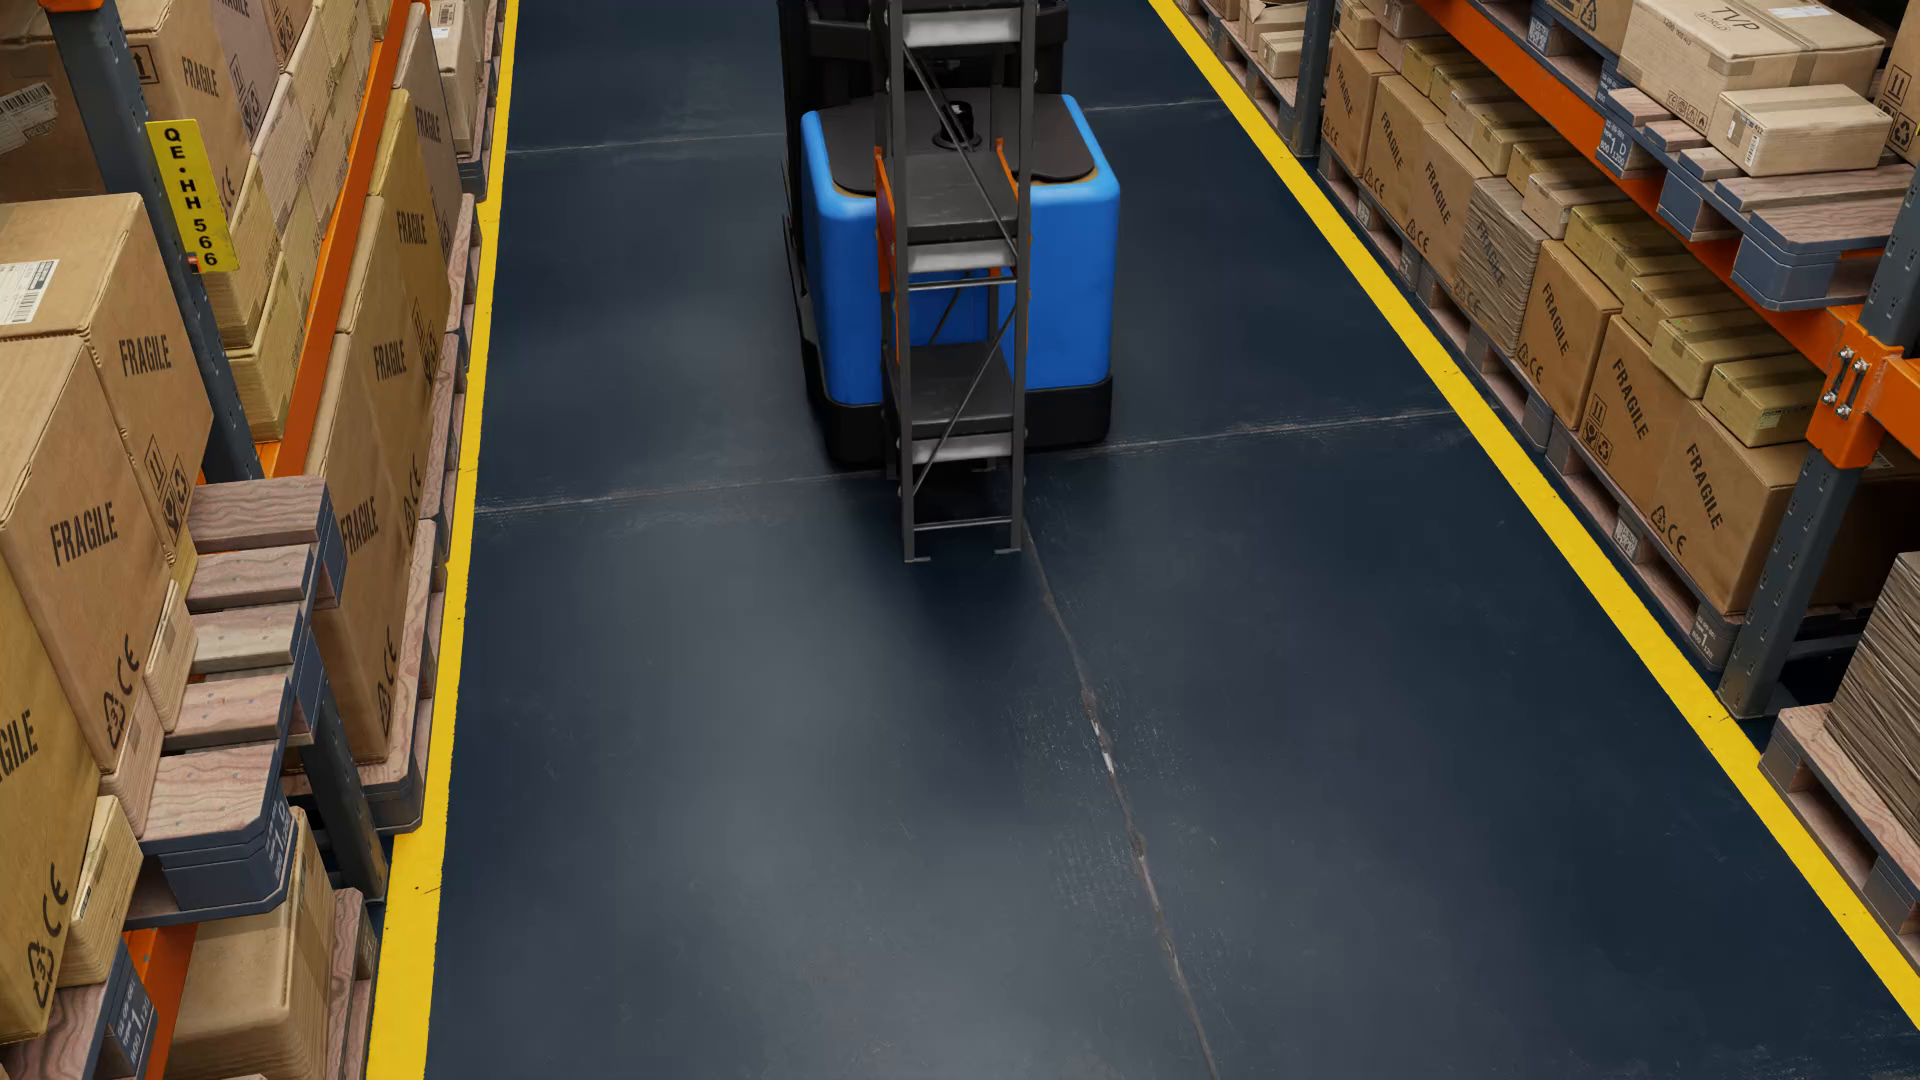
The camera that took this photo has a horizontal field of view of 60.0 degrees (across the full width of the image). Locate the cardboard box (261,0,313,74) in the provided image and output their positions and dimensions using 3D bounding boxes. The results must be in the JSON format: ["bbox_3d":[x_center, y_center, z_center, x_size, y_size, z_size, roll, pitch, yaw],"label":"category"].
[{"bbox_3d":[-2.072,-1.558,4.414,0.500,0.500,0.500,-5,38,-7],"label":"cardboard box"}]

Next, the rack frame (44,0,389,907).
[{"bbox_3d":[-2.054,-0.187,3.545,1.000,3.000,0.127,-6,38,-8],"label":"rack frame"}]

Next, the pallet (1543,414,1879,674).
[{"bbox_3d":[2.738,-0.077,5.677,1.003,0.211,1.213,-6,38,-8],"label":"pallet"}]

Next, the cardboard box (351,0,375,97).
[{"bbox_3d":[-2.271,-1.685,5.596,0.500,0.250,0.500,-7,38,-9],"label":"cardboard box"}]

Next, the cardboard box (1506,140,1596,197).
[{"bbox_3d":[2.298,-1.387,6.256,0.380,0.149,0.250,-6,38,-8],"label":"cardboard box"}]

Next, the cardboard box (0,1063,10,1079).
[{"bbox_3d":[-1.415,0.681,1.763,0.500,0.500,0.500,-8,39,-10],"label":"cardboard box"}]

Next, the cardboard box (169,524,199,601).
[{"bbox_3d":[-1.647,0.073,3.073,0.380,0.149,0.250,-6,38,-7],"label":"cardboard box"}]

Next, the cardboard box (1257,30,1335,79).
[{"bbox_3d":[1.744,-2.484,8.484,0.380,0.149,0.250,-7,38,-9],"label":"cardboard box"}]

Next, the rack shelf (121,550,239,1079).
[{"bbox_3d":[-1.704,1.305,2.211,1.077,0.370,4.000,-6,38,-8],"label":"rack shelf"}]

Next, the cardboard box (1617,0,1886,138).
[{"bbox_3d":[2.328,-1.432,4.928,0.500,0.250,0.500,-8,39,-10],"label":"cardboard box"}]

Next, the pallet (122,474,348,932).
[{"bbox_3d":[-1.825,0.308,3.065,1.213,0.211,1.003,-6,38,-8],"label":"pallet"}]

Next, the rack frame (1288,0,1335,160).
[{"bbox_3d":[2.130,-3.139,7.345,1.000,3.000,0.127,-6,38,-8],"label":"rack frame"}]

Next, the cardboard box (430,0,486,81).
[{"bbox_3d":[-2.918,-2.688,8.511,0.875,0.438,0.875,-7,38,-9],"label":"cardboard box"}]

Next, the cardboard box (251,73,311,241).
[{"bbox_3d":[-1.990,-0.970,4.268,0.500,0.250,0.500,-5,38,-7],"label":"cardboard box"}]

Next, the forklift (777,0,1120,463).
[{"bbox_3d":[-0.183,-2.337,6.369,1.130,2.935,3.031,-6,38,-7],"label":"forklift"}]

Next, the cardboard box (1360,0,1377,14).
[{"bbox_3d":[1.991,-2.452,7.386,0.380,0.149,0.250,-7,38,-9],"label":"cardboard box"}]

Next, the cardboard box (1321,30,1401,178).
[{"bbox_3d":[1.994,-2.001,7.576,0.500,0.500,0.500,-5,38,-6],"label":"cardboard box"}]

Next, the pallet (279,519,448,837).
[{"bbox_3d":[-2.118,0.430,5.024,1.003,0.211,1.213,-6,38,-8],"label":"pallet"}]

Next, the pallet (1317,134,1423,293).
[{"bbox_3d":[2.310,-1.550,7.574,1.003,0.211,1.213,-6,38,-8],"label":"pallet"}]

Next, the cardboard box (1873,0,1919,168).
[{"bbox_3d":[2.895,-1.256,4.498,0.500,0.500,0.500,-5,38,-6],"label":"cardboard box"}]

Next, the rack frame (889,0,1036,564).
[{"bbox_3d":[0.008,-0.772,5.030,0.400,2.100,0.015,-6,38,-7],"label":"rack frame"}]

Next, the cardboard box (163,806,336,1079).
[{"bbox_3d":[-1.965,1.027,3.782,0.950,0.372,0.625,-9,39,-11],"label":"cardboard box"}]

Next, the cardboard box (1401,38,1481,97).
[{"bbox_3d":[2.112,-2.016,7.066,0.380,0.149,0.250,-8,39,-10],"label":"cardboard box"}]

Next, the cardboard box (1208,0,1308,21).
[{"bbox_3d":[1.737,-3.206,9.128,0.700,0.500,0.500,-8,38,-10],"label":"cardboard box"}]

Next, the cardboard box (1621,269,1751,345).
[{"bbox_3d":[2.415,-0.754,5.442,0.380,0.149,0.250,-7,38,-9],"label":"cardboard box"}]

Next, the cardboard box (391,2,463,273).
[{"bbox_3d":[-2.568,-1.564,6.707,0.875,0.875,0.875,-5,38,-7],"label":"cardboard box"}]

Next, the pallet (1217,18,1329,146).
[{"bbox_3d":[2.011,-2.453,8.735,1.003,0.211,1.213,-6,38,-8],"label":"pallet"}]

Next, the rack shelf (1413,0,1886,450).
[{"bbox_3d":[2.481,-1.647,6.011,1.077,0.370,4.000,-6,38,-8],"label":"rack shelf"}]

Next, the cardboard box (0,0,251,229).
[{"bbox_3d":[-1.900,-0.945,3.625,0.500,0.500,0.500,-7,38,-9],"label":"cardboard box"}]

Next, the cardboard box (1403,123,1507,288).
[{"bbox_3d":[2.180,-1.379,6.775,0.500,0.500,0.500,-7,38,-9],"label":"cardboard box"}]

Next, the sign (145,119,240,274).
[{"bbox_3d":[-1.522,-0.677,3.297,0.100,0.325,0.005,-6,38,-8],"label":"sign"}]

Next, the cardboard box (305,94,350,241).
[{"bbox_3d":[-2.086,-1.076,4.812,0.500,0.250,0.500,-5,38,-6],"label":"cardboard box"}]

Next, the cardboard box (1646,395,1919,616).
[{"bbox_3d":[2.546,-0.134,5.173,0.500,0.500,0.500,-5,38,-7],"label":"cardboard box"}]

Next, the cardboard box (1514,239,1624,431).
[{"bbox_3d":[2.374,-0.753,5.970,0.500,0.500,0.500,-5,38,-6],"label":"cardboard box"}]

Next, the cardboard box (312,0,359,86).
[{"bbox_3d":[-2.141,-1.580,5.054,0.500,0.250,0.500,-6,38,-7],"label":"cardboard box"}]

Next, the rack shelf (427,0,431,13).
[{"bbox_3d":[-3.106,-3.527,8.431,1.077,0.370,4.000,-6,38,-8],"label":"rack shelf"}]

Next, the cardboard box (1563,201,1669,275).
[{"bbox_3d":[2.369,-1.069,5.848,0.380,0.149,0.250,-7,38,-9],"label":"cardboard box"}]

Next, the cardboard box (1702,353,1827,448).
[{"bbox_3d":[2.496,-0.429,5.023,0.380,0.149,0.250,-8,39,-10],"label":"cardboard box"}]

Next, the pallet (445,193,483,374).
[{"bbox_3d":[-2.546,-1.044,6.921,1.003,0.211,1.213,-6,38,-8],"label":"pallet"}]

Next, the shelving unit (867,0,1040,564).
[{"bbox_3d":[-0.030,-0.919,5.221,0.431,2.100,0.503,-6,38,-7],"label":"shelving unit"}]

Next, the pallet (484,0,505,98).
[{"bbox_3d":[-3.029,-2.708,9.063,1.003,0.211,1.213,-6,38,-8],"label":"pallet"}]

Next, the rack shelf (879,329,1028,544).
[{"bbox_3d":[-0.029,-0.355,5.657,0.431,0.518,0.480,-6,38,-7],"label":"rack shelf"}]

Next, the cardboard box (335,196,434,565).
[{"bbox_3d":[-2.246,-0.479,5.311,0.875,0.875,0.875,-6,38,-7],"label":"cardboard box"}]

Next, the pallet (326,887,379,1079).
[{"bbox_3d":[-1.919,1.387,3.793,1.003,0.211,1.213,-6,38,-8],"label":"pallet"}]

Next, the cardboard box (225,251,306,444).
[{"bbox_3d":[-1.893,-0.450,4.007,0.500,0.250,0.500,-7,38,-9],"label":"cardboard box"}]

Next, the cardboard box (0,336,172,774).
[{"bbox_3d":[-1.600,0.046,2.579,0.500,0.500,0.500,-7,38,-9],"label":"cardboard box"}]

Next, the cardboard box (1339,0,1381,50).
[{"bbox_3d":[1.931,-2.328,7.469,0.380,0.149,0.250,-5,38,-6],"label":"cardboard box"}]

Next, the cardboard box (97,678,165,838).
[{"bbox_3d":[-1.523,0.374,2.686,0.380,0.149,0.250,-8,39,-10],"label":"cardboard box"}]

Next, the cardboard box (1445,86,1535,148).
[{"bbox_3d":[2.181,-1.697,6.655,0.380,0.149,0.250,-6,38,-8],"label":"cardboard box"}]
